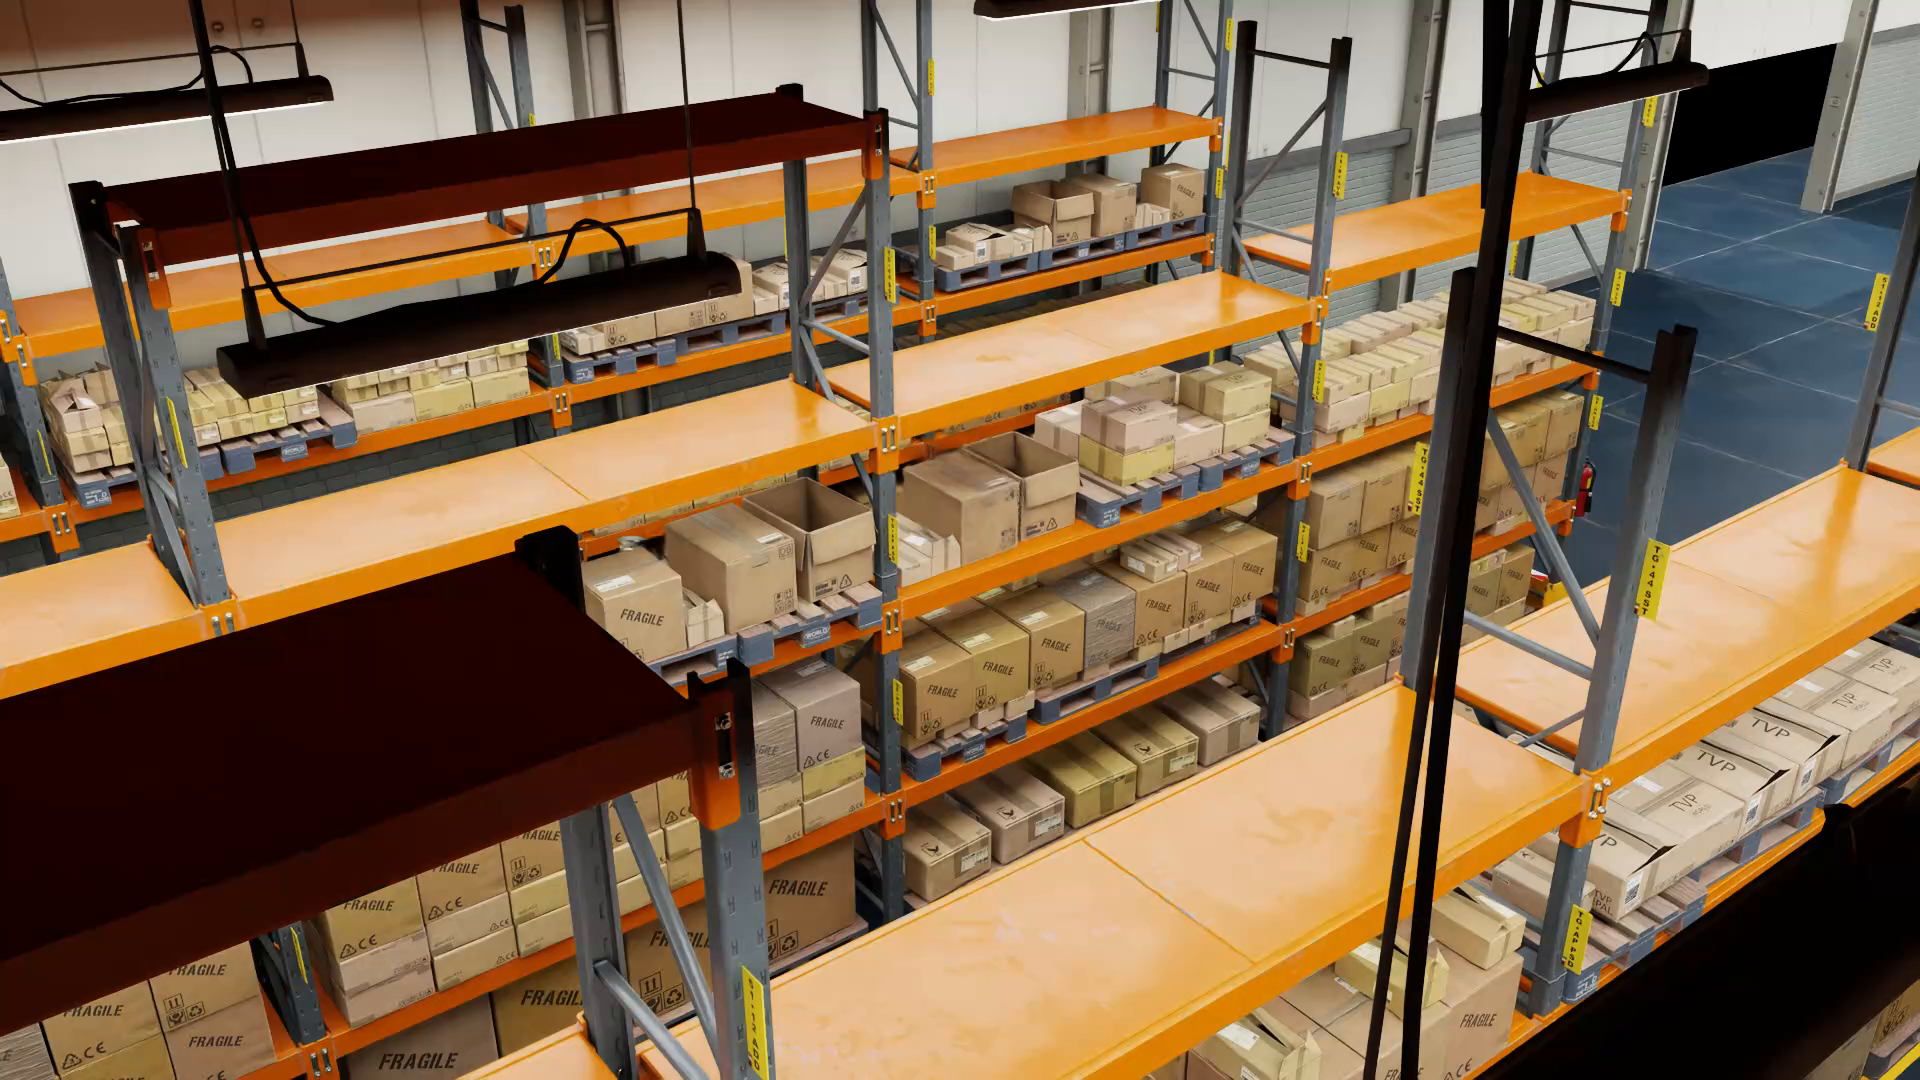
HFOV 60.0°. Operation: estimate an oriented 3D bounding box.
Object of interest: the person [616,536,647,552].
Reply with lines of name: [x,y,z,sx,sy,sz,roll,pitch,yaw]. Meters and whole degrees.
person: [-2.765,0.658,14.461,0.484,1.598,0.614,16,30,30]
